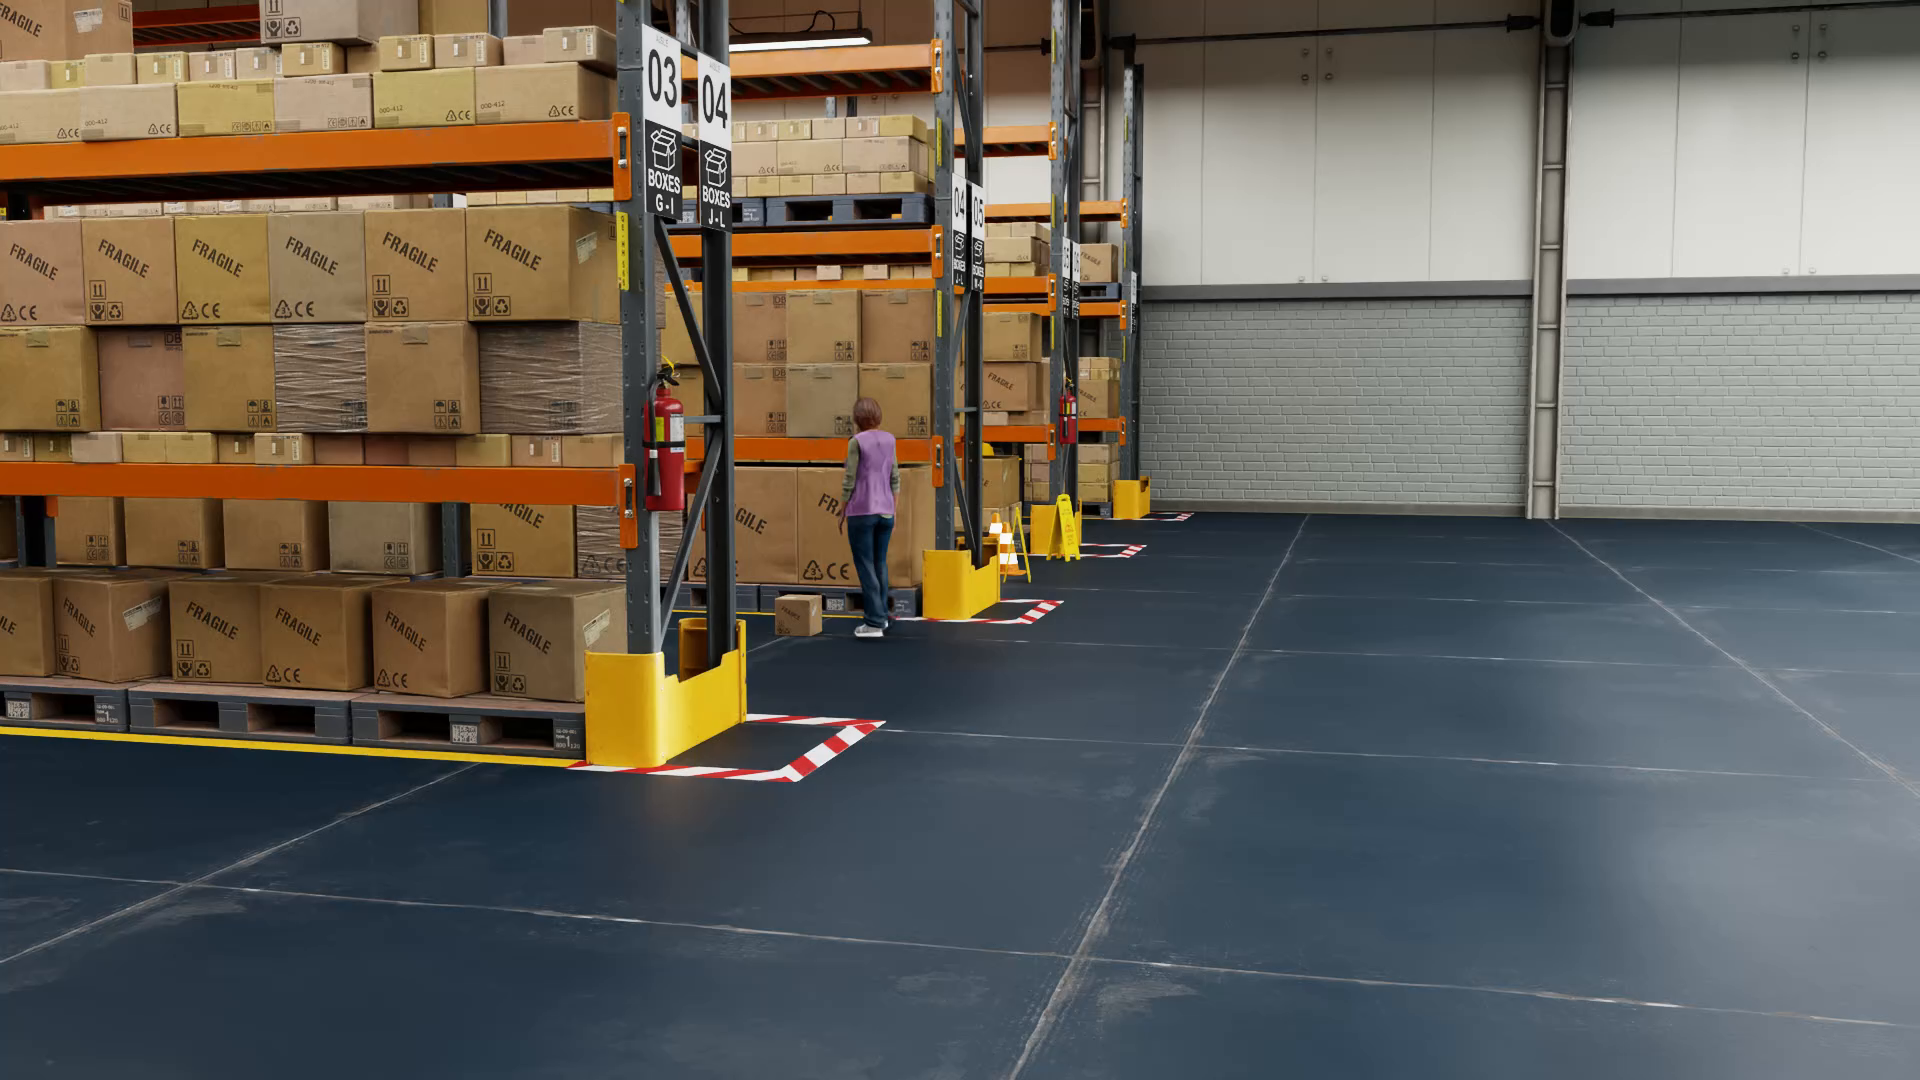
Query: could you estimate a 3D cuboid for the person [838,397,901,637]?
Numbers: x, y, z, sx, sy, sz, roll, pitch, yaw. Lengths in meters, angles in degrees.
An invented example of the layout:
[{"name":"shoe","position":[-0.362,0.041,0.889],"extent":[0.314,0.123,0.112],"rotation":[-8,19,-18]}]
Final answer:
[{"name":"person","position":[-0.616,-0.141,11.096],"extent":[0.473,1.596,0.518],"rotation":[-4,7,-40]}]
